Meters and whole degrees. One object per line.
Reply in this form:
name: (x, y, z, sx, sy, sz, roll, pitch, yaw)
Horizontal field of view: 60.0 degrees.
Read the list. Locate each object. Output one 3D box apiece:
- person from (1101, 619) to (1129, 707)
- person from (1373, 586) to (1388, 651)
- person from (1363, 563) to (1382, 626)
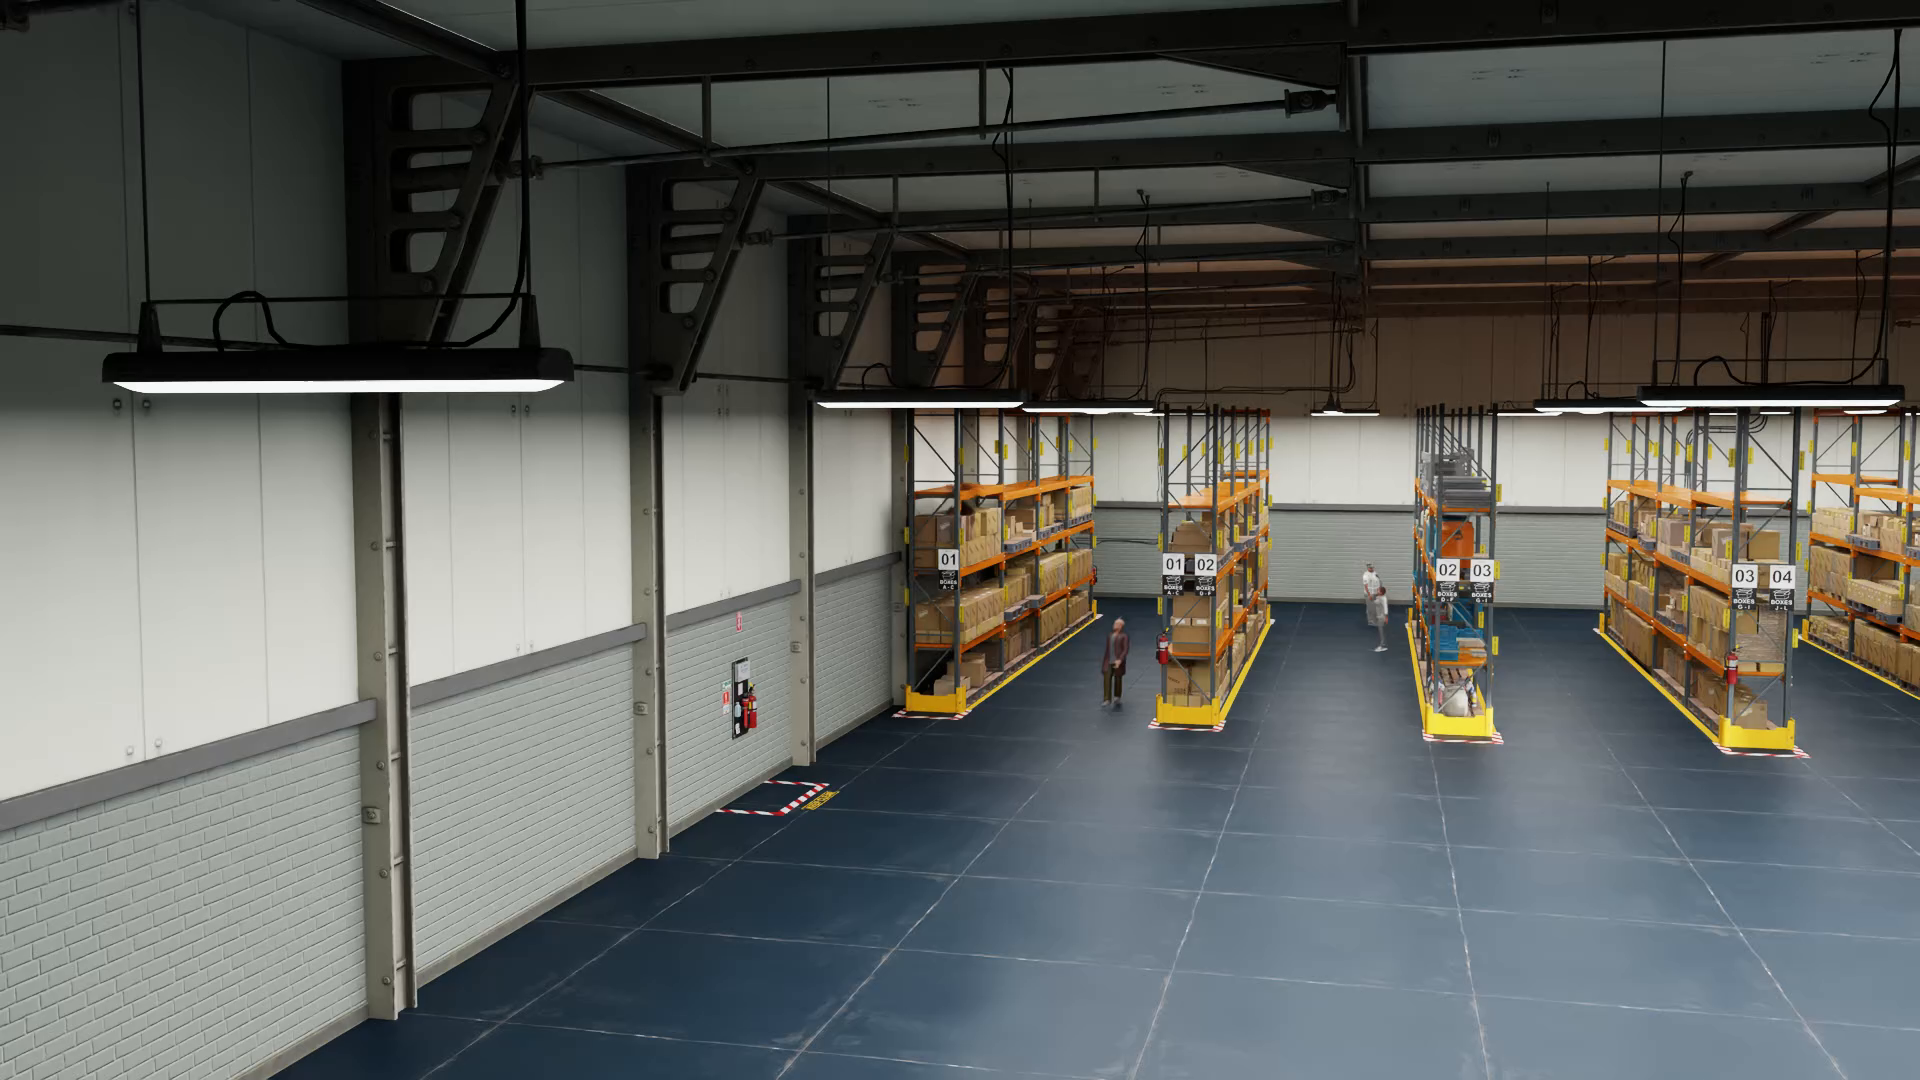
person: (3.079, 2.433, 33.043, 0.552, 1.705, 1.125, 1, 4, 12)
person: (10.382, 1.934, 41.047, 0.347, 1.606, 0.455, 0, 4, 1)
person: (11.449, 1.506, 46.038, 0.666, 1.797, 0.395, -3, 5, -35)
